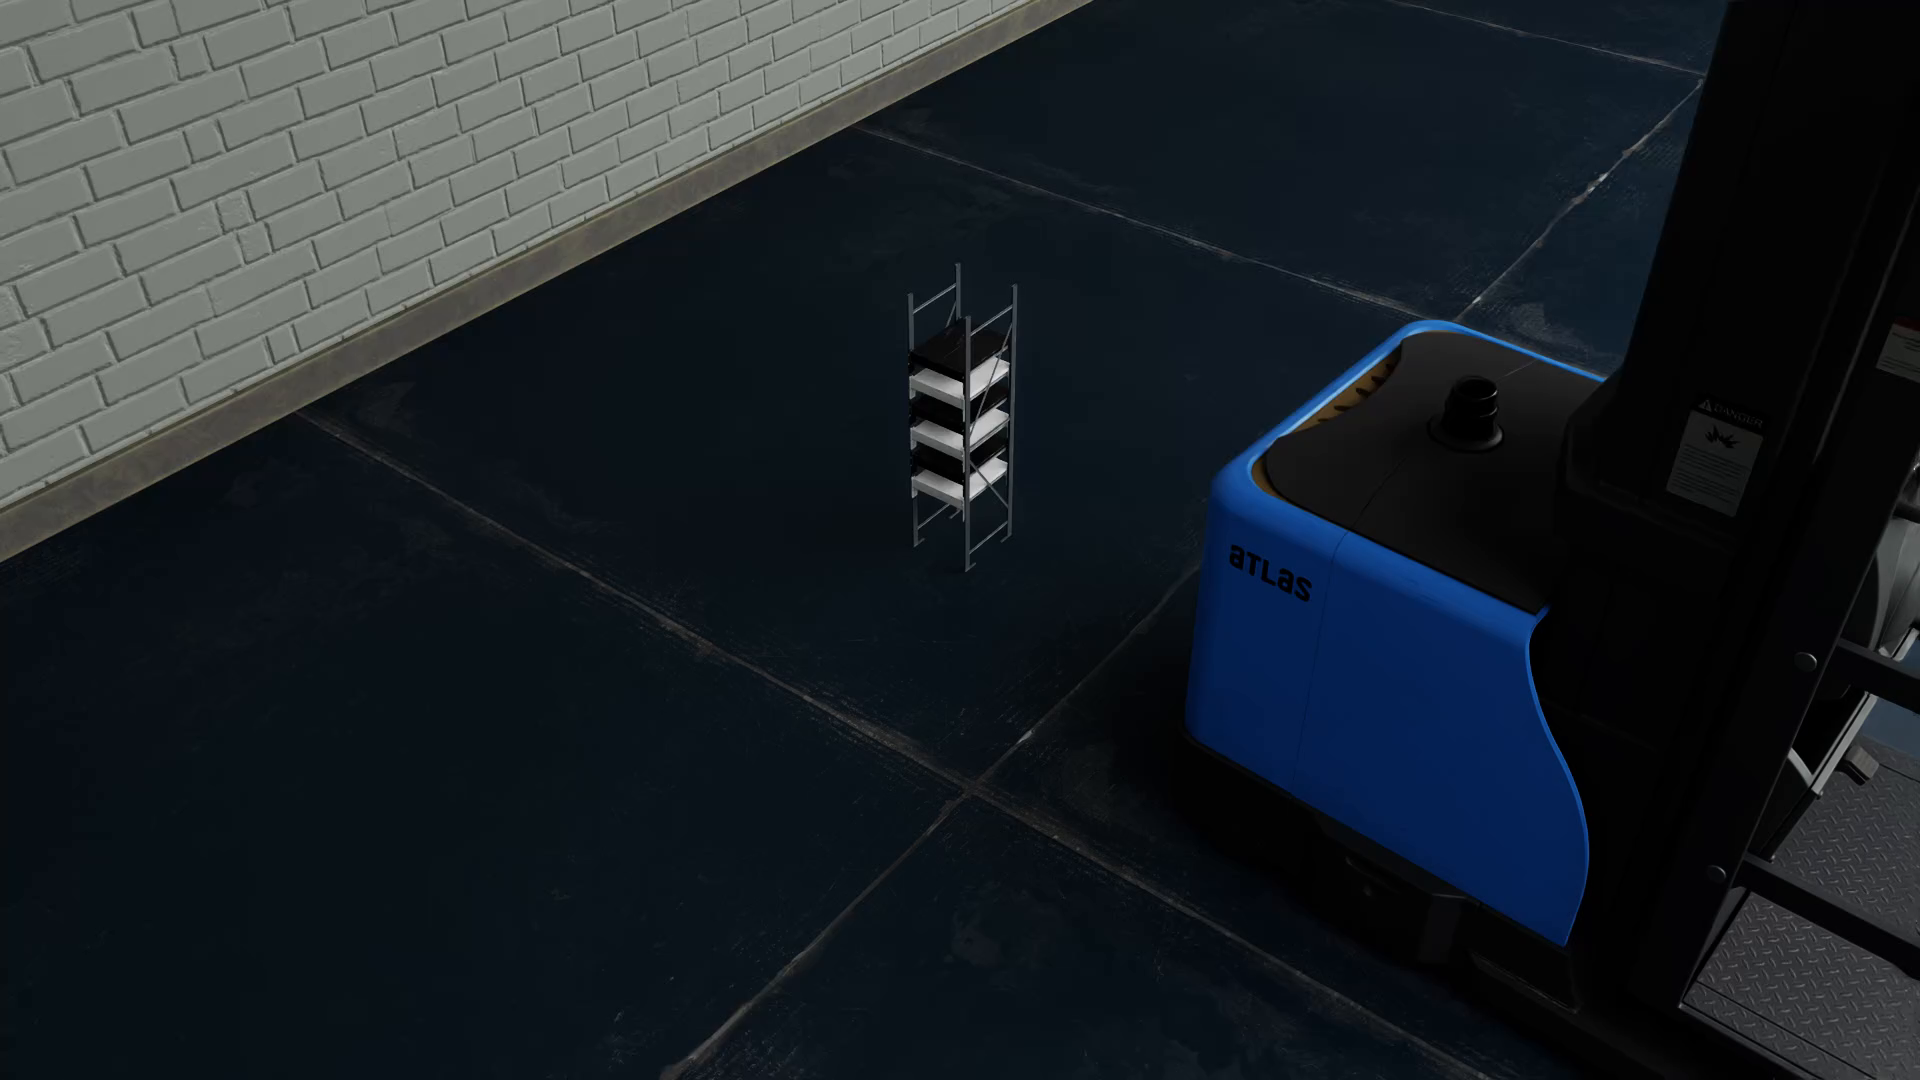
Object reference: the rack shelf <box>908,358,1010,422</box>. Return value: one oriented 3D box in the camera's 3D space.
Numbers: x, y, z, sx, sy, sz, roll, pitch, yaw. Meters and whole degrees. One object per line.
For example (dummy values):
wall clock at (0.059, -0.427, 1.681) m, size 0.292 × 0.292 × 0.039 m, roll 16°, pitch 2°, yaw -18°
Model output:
rack shelf at (0.006, -0.467, 4.878) m, size 0.200 × 0.077 × 0.258 m, roll 25°, pitch 45°, yaw 29°

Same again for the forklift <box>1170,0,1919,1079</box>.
forklift at (1.988, -0.077, 2.970) m, size 3.031 × 2.935 × 1.130 m, roll 28°, pitch 46°, yaw 31°

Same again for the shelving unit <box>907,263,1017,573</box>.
shelving unit at (0.006, -0.351, 4.969) m, size 0.210 × 0.900 × 0.258 m, roll 25°, pitch 45°, yaw 29°

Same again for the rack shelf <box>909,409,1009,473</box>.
rack shelf at (0.006, -0.325, 4.989) m, size 0.200 × 0.077 × 0.258 m, roll 25°, pitch 45°, yaw 29°

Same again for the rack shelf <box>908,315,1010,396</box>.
rack shelf at (0.006, -0.538, 4.823) m, size 0.200 × 0.077 × 0.258 m, roll 25°, pitch 45°, yaw 29°

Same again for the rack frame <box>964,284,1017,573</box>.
rack frame at (0.087, -0.313, 4.920) m, size 0.006 × 0.900 × 0.240 m, roll 25°, pitch 45°, yaw 29°

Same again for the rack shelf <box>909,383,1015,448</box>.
rack shelf at (0.006, -0.396, 4.934) m, size 0.200 × 0.077 × 0.258 m, roll 25°, pitch 45°, yaw 29°

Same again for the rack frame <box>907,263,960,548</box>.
rack frame at (-0.074, -0.389, 5.017) m, size 0.006 × 0.900 × 0.240 m, roll 25°, pitch 45°, yaw 29°

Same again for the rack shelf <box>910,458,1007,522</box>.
rack shelf at (0.006, -0.183, 5.100) m, size 0.200 × 0.077 × 0.258 m, roll 25°, pitch 45°, yaw 29°

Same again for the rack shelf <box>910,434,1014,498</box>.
rack shelf at (0.006, -0.254, 5.045) m, size 0.200 × 0.077 × 0.258 m, roll 25°, pitch 45°, yaw 29°
